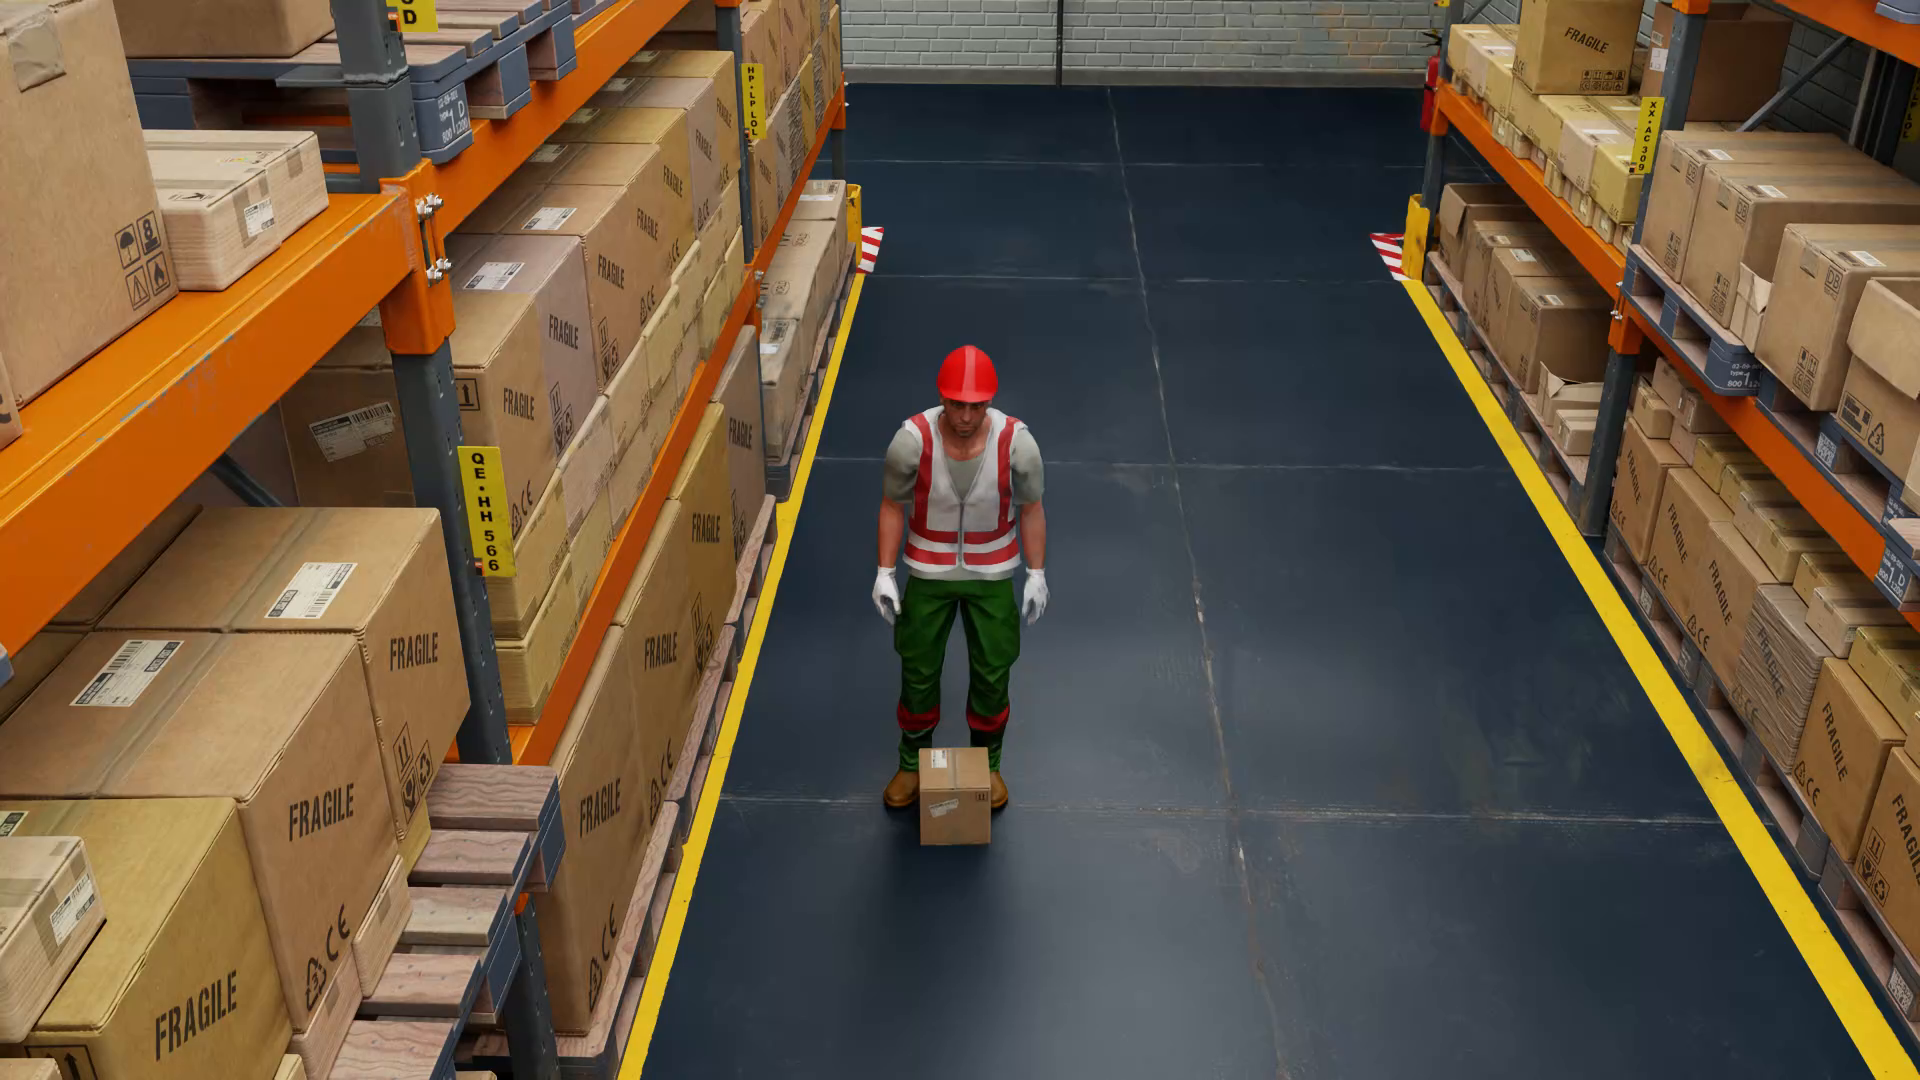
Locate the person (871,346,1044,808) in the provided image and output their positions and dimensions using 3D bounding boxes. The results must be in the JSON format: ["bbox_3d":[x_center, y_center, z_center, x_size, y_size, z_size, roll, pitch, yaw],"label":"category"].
[{"bbox_3d":[-0.008,0.141,5.839,0.610,1.776,0.457,0,28,0],"label":"person"}]
